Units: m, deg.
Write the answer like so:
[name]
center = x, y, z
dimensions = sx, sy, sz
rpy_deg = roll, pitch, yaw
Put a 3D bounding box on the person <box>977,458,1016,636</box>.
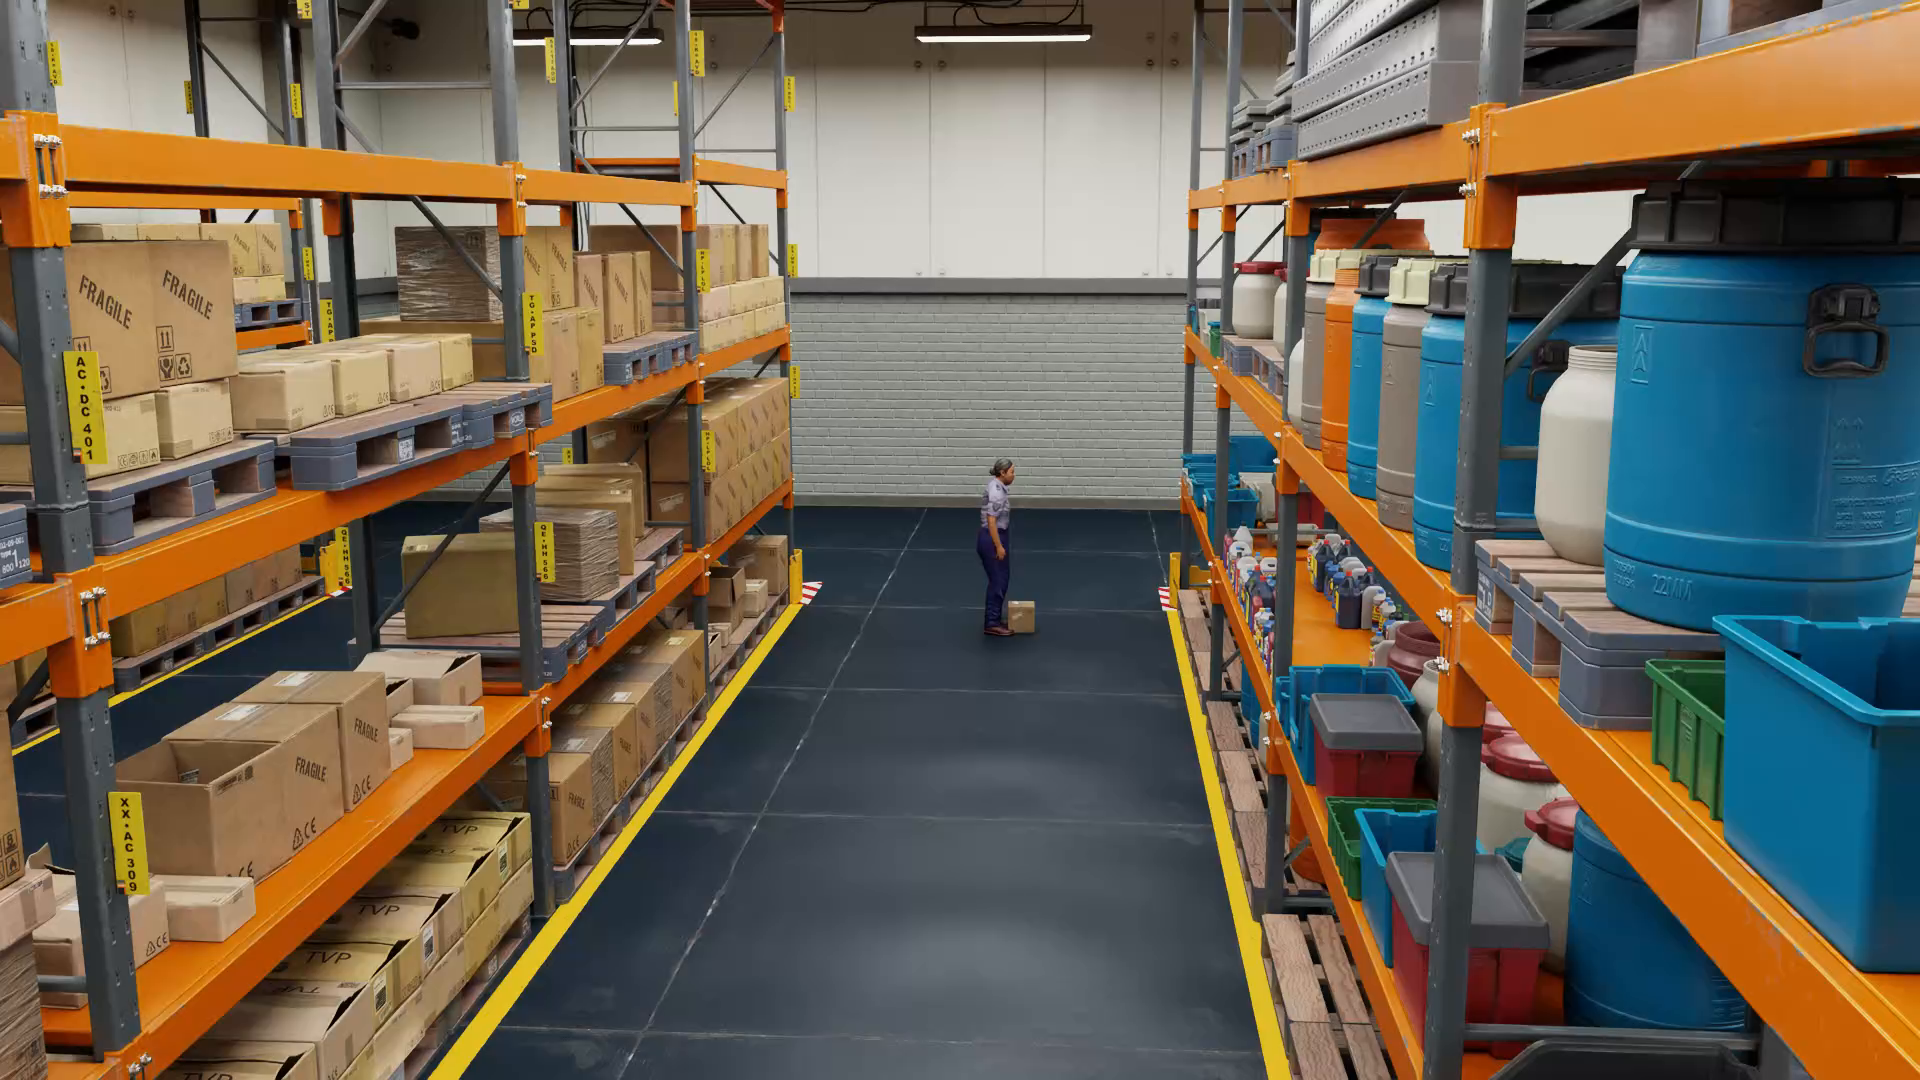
[person]
center = 0.347, 0.052, 15.715
dimensions = 0.370, 1.638, 0.539
rpy_deg = 1, 11, 4
